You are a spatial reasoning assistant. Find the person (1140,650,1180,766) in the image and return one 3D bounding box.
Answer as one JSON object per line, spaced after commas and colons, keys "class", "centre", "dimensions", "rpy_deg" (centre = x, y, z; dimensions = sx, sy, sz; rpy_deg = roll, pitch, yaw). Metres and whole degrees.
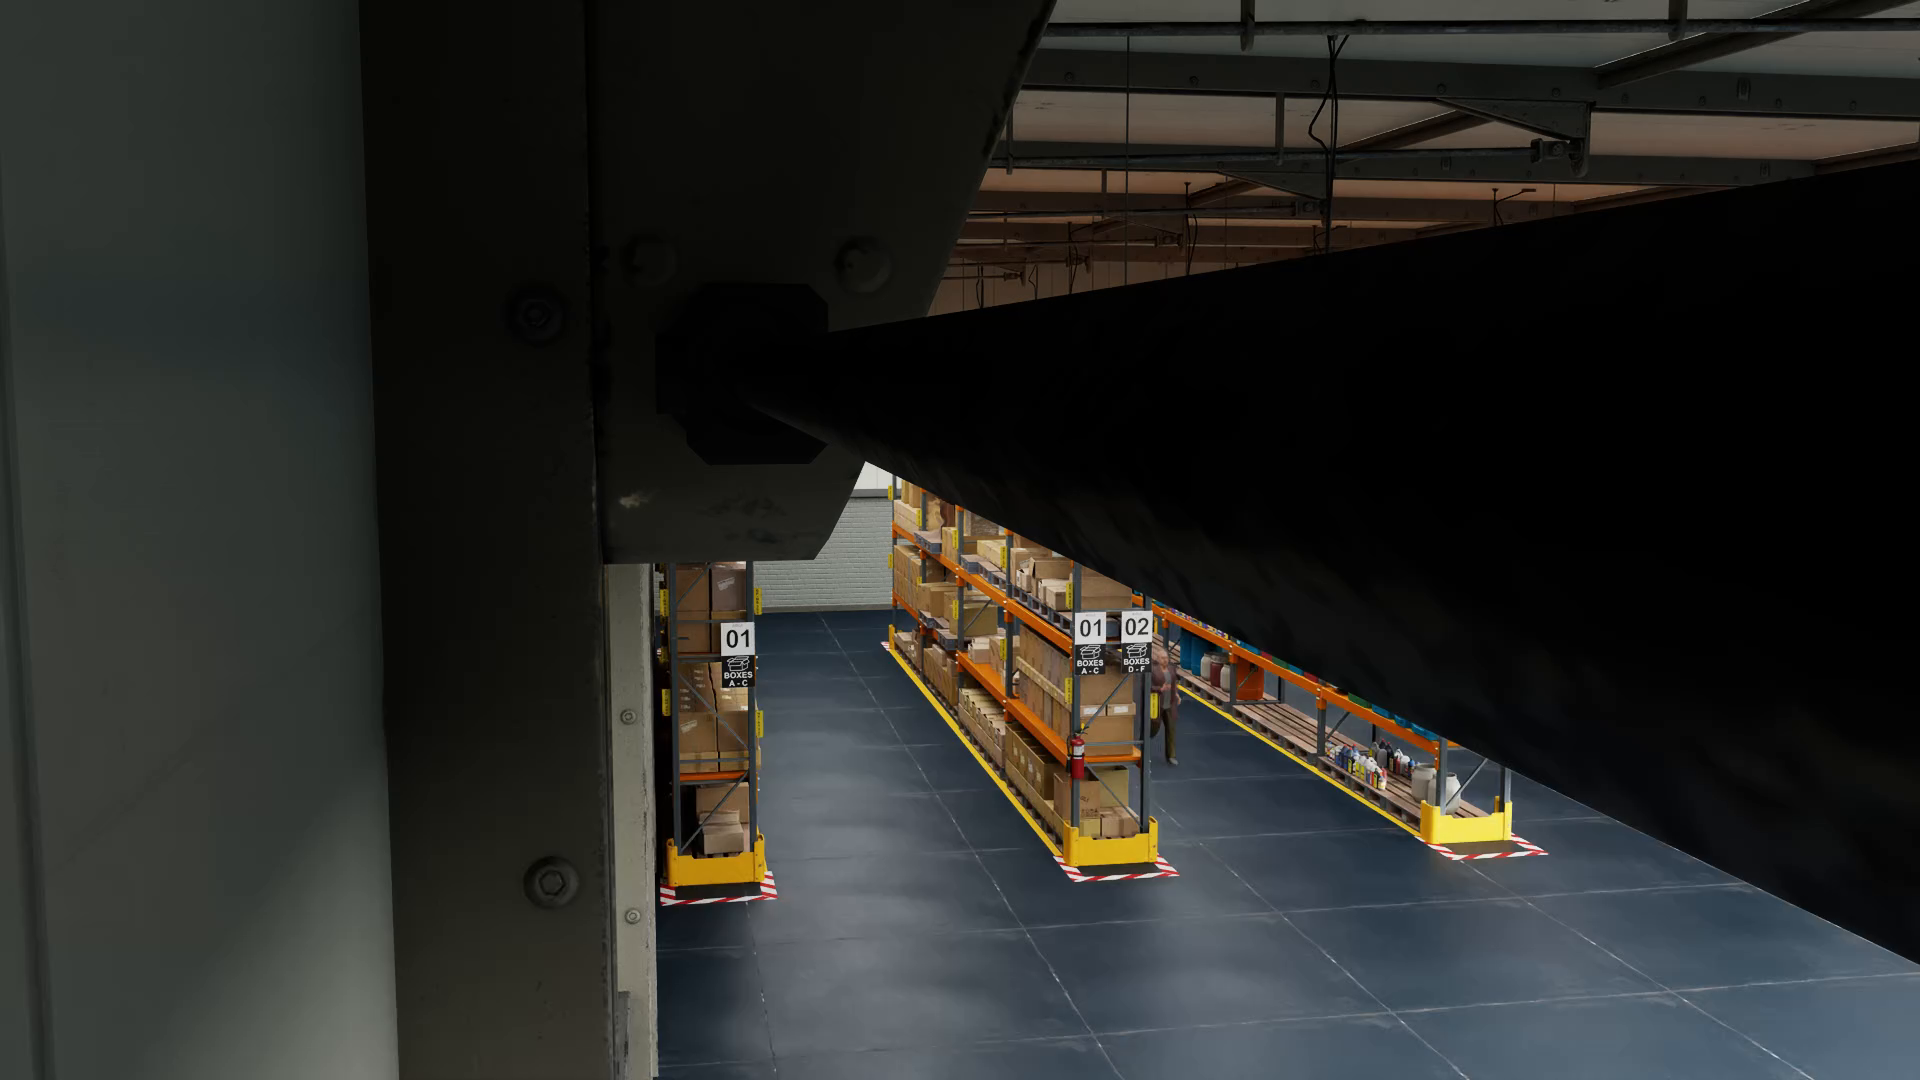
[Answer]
{"class": "person", "centre": [3.155, 2.596, 26.049], "dimensions": [0.705, 1.754, 1.057], "rpy_deg": [-2, 7, -20]}
